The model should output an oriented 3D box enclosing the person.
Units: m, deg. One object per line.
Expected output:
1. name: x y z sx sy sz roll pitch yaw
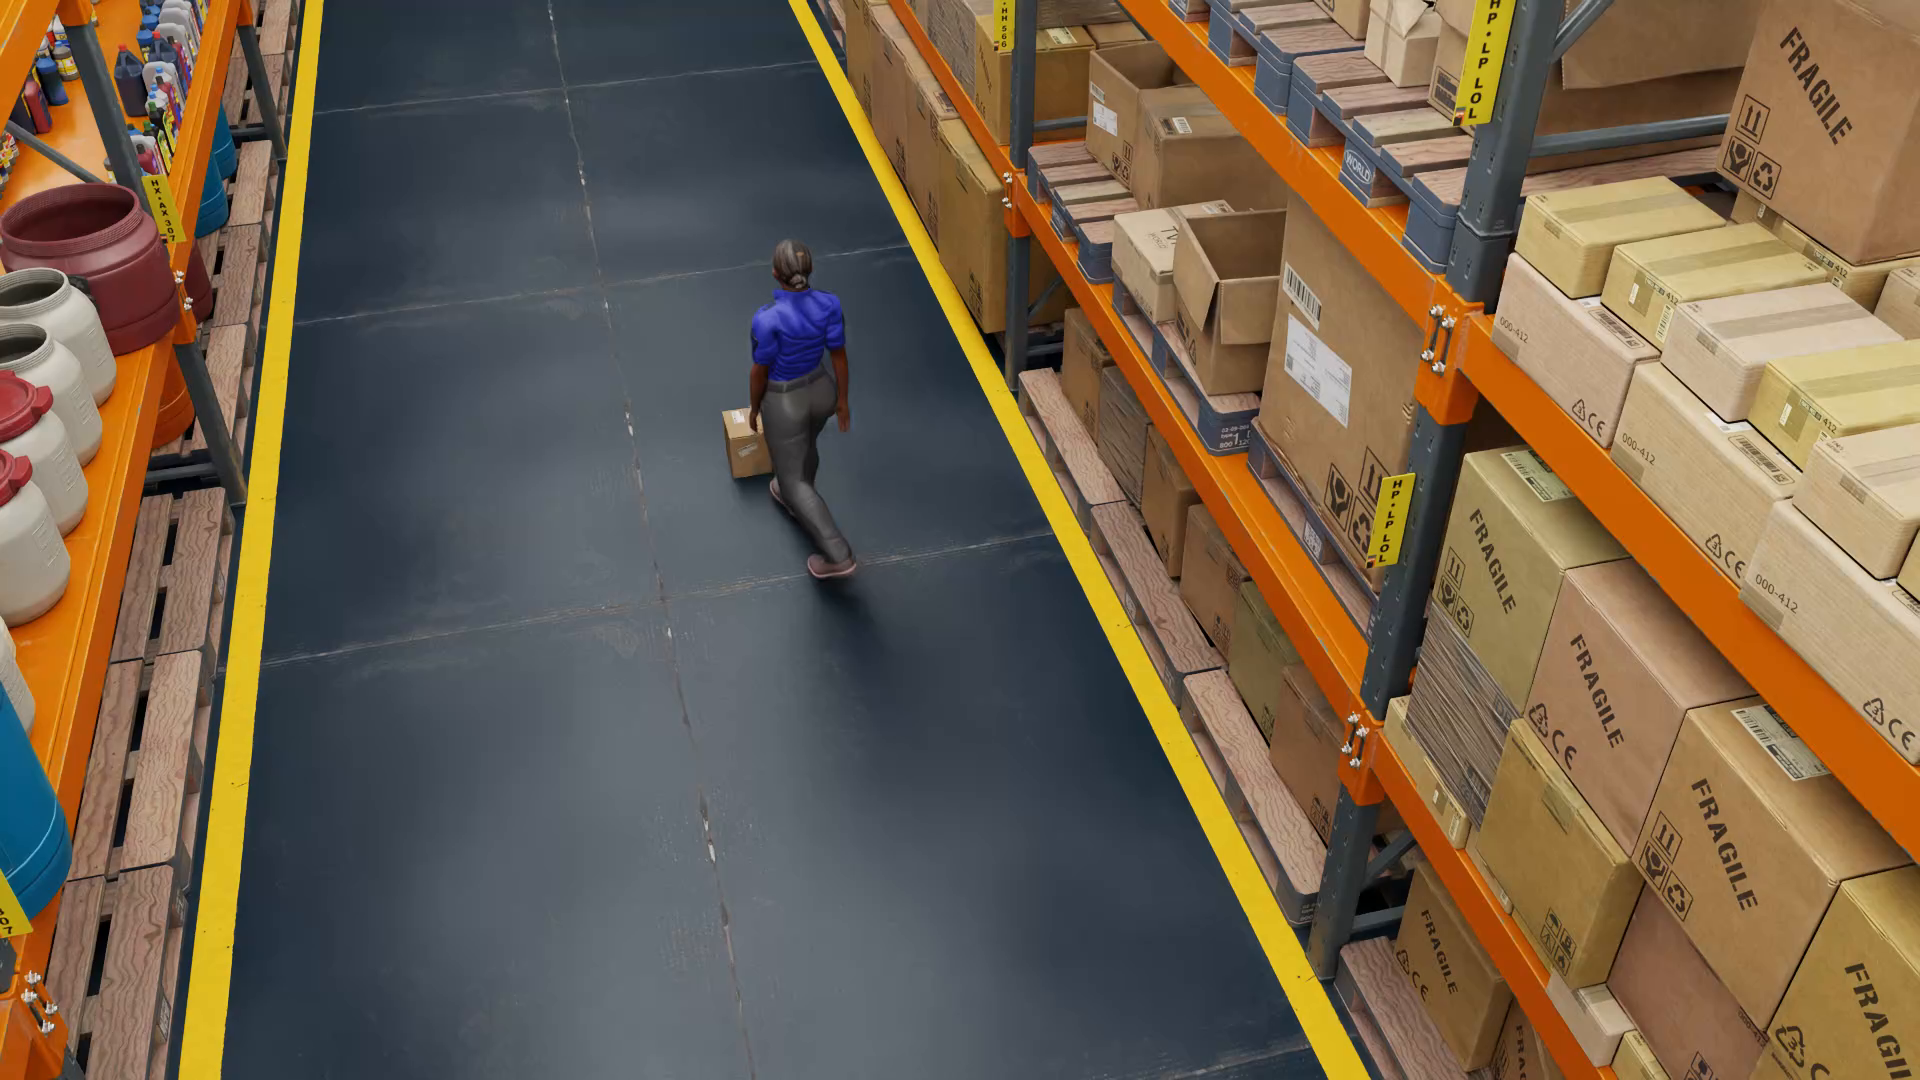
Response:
1. person: -0.685 -0.618 7.446 0.430 1.571 0.737 -29 47 -32
